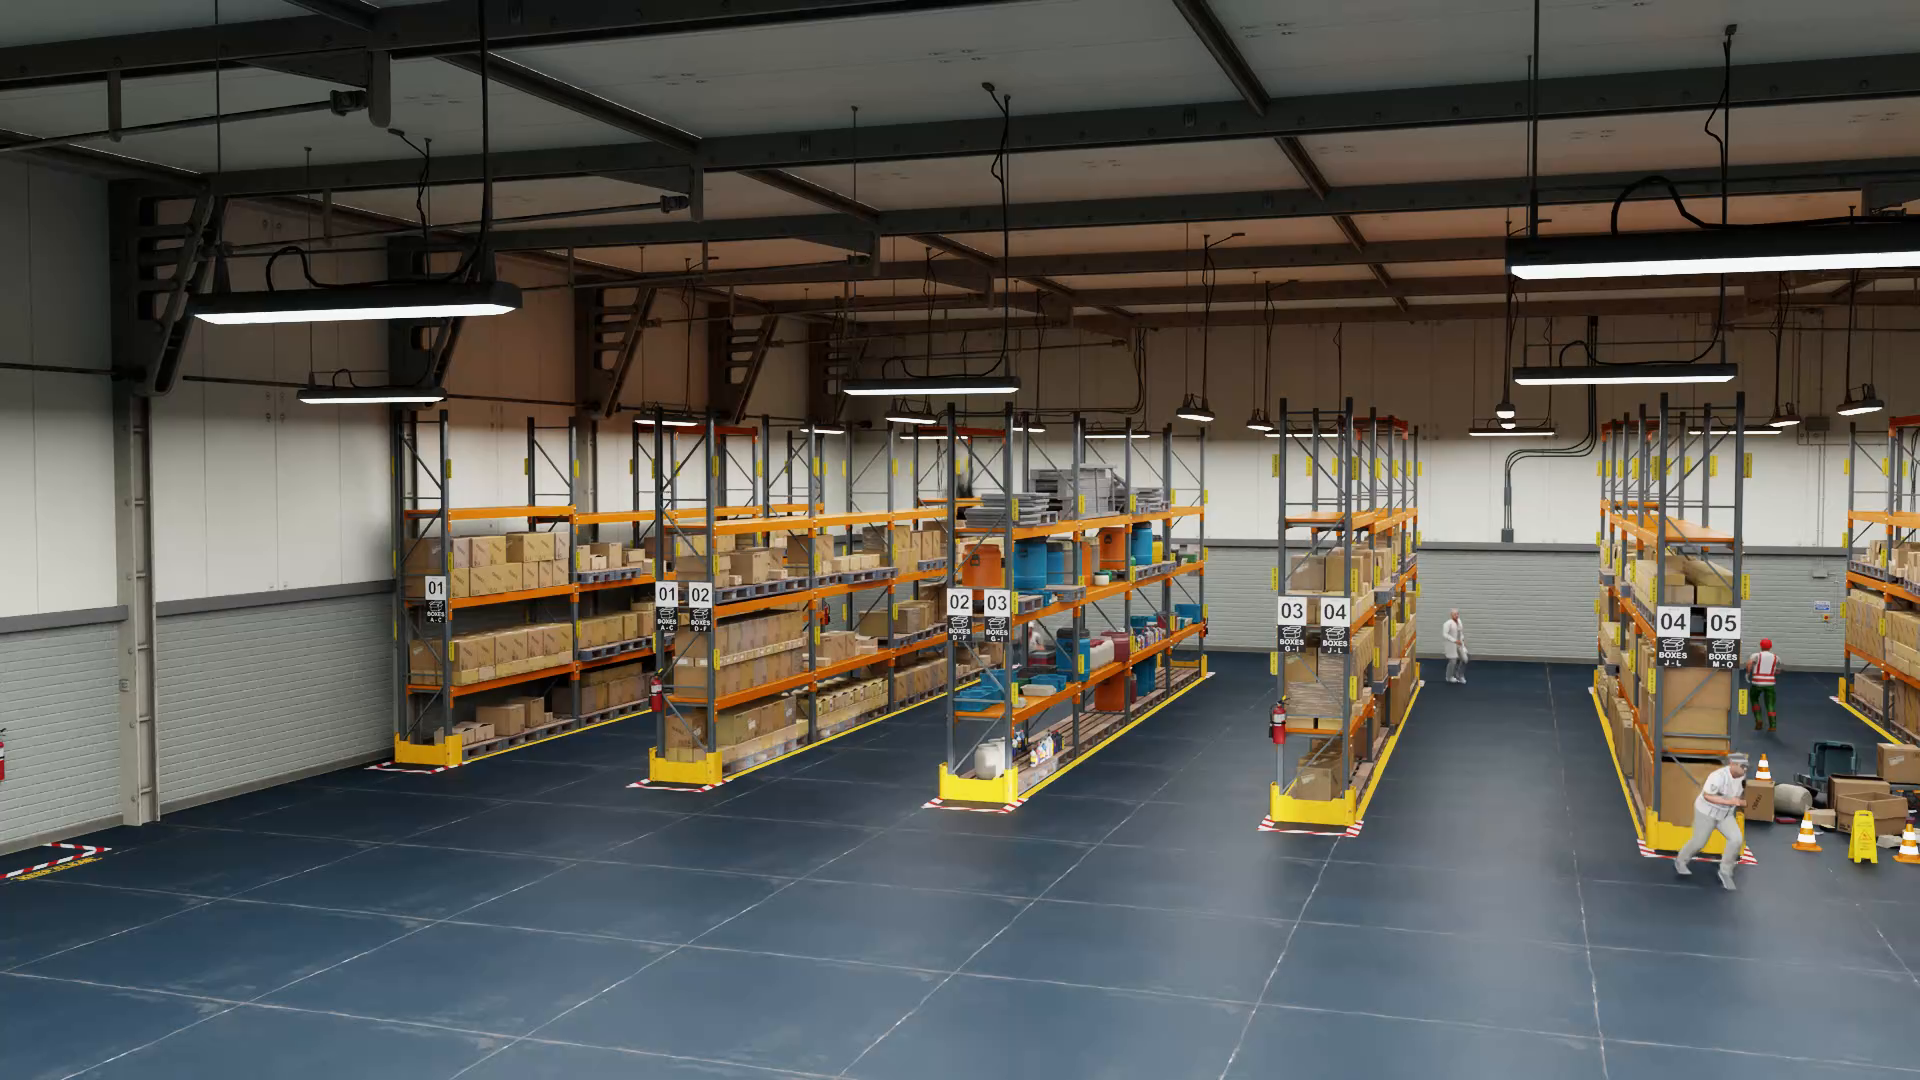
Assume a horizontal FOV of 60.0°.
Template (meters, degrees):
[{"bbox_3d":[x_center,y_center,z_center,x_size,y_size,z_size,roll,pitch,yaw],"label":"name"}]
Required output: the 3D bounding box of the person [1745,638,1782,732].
[{"bbox_3d":[15.204,2.753,31.490,0.671,1.783,0.884,1,3,15],"label":"person"}]

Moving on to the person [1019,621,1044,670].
[{"bbox_3d":[1.533,2.582,35.839,0.642,1.700,0.888,1,3,18],"label":"person"}]

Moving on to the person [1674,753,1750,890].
[{"bbox_3d":[9.074,3.355,20.024,0.705,1.711,1.021,-1,3,-25],"label":"person"}]

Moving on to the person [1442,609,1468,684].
[{"bbox_3d":[11.472,2.497,38.741,0.717,1.782,0.753,-1,3,-20],"label":"person"}]

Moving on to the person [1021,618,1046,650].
[{"bbox_3d":[1.876,2.401,42.467,0.734,1.613,0.700,2,3,36],"label":"person"}]
